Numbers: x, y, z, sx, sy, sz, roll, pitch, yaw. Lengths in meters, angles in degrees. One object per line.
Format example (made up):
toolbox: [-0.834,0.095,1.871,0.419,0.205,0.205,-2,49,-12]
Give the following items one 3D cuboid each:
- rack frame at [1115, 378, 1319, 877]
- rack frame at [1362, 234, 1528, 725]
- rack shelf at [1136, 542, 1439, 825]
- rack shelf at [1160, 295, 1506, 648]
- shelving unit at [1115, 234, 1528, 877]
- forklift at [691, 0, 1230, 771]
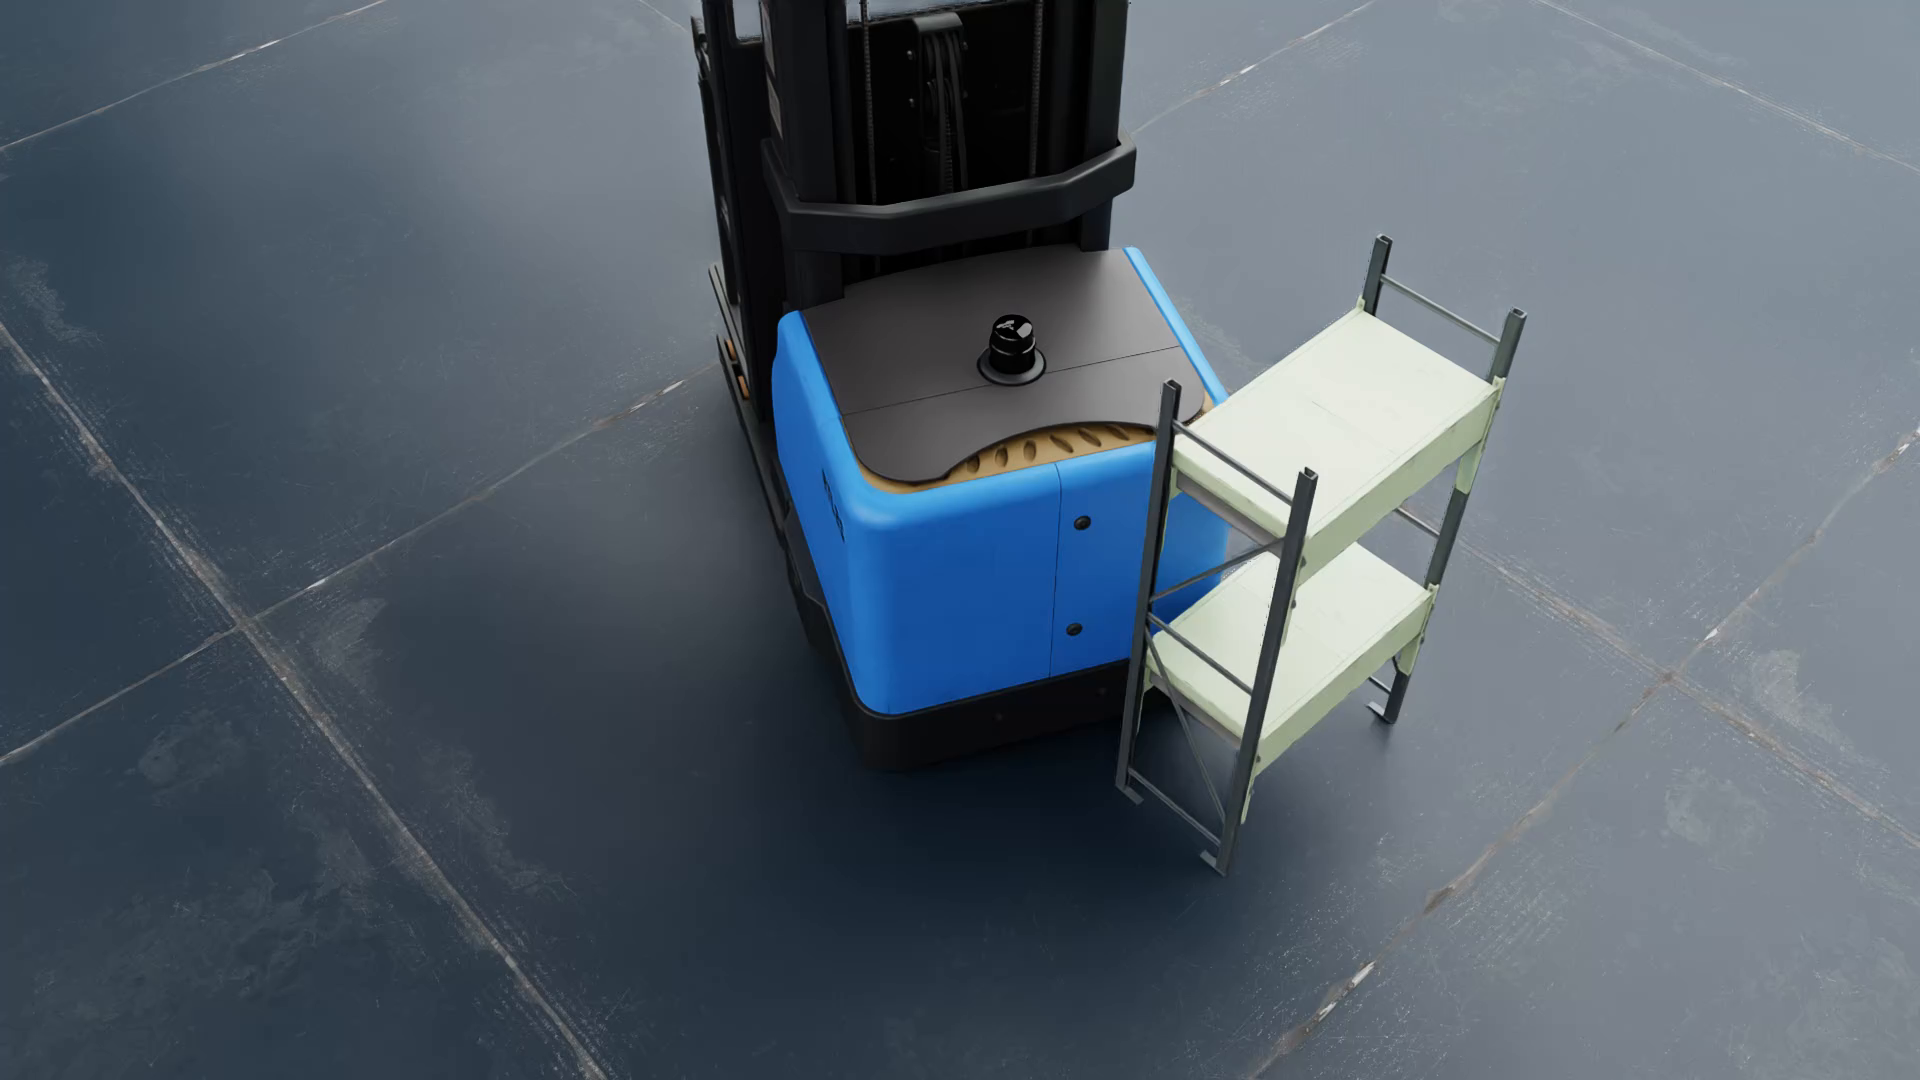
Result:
rack frame: [0.574,0.276,3.975,0.023,1.500,0.400,-35,56,-28]
rack frame: [1.109,-0.092,4.314,0.023,1.500,0.400,-35,56,-28]
rack shelf: [0.841,0.313,4.384,0.720,0.370,0.431,-35,56,-28]
rack shelf: [0.842,-0.173,3.858,0.720,0.370,0.431,-35,56,-28]
shelving unit: [0.841,0.092,4.145,0.755,1.500,0.431,-35,56,-28]
forklift: [-0.197,-1.468,4.610,1.130,2.935,3.031,-13,49,-11]
